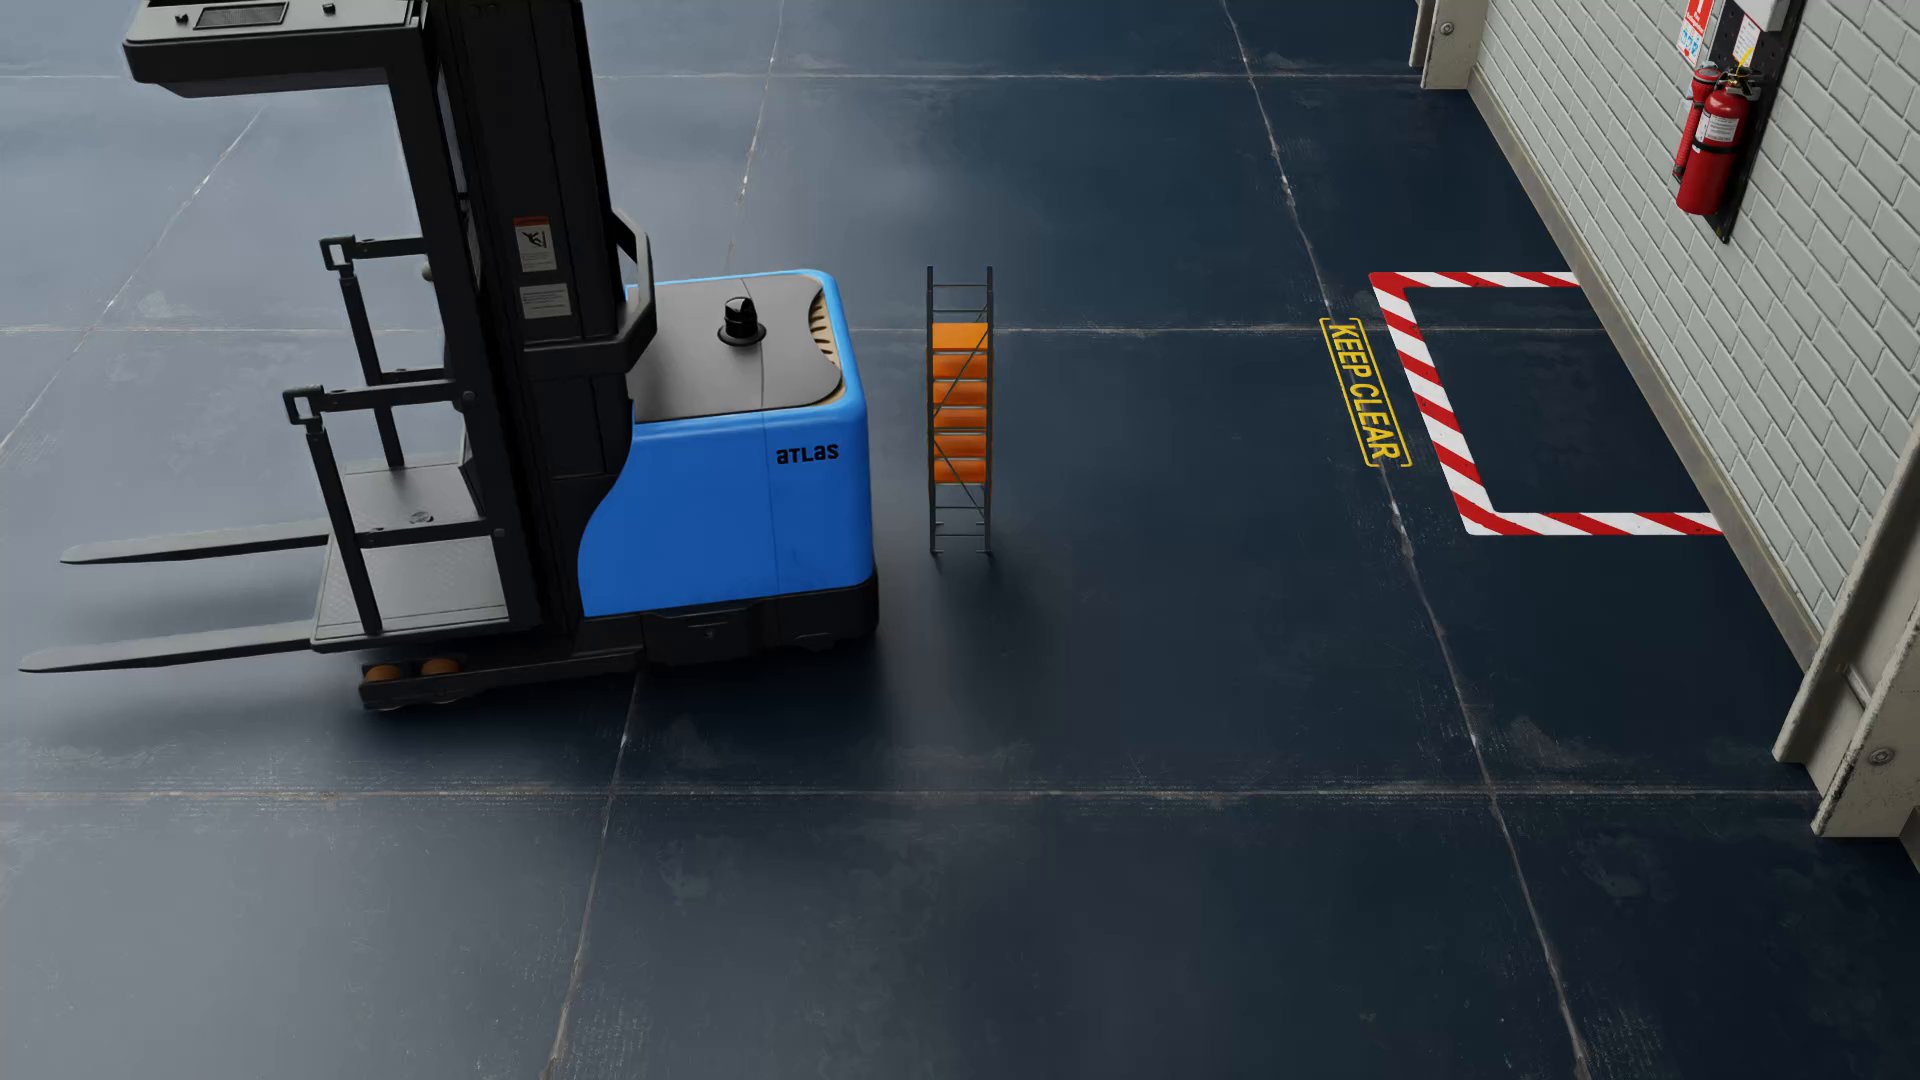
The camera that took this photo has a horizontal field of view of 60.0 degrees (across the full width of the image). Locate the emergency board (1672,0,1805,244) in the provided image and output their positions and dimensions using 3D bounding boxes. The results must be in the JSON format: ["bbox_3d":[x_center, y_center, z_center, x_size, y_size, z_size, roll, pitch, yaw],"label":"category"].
[{"bbox_3d":[3.034,-1.855,6.667,0.194,1.169,0.643,0,39,0],"label":"emergency board"}]

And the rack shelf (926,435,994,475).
[{"bbox_3d":[0.000,-0.349,6.489,0.258,0.103,0.180,0,39,0],"label":"rack shelf"}]

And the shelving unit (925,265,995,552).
[{"bbox_3d":[0.000,-0.477,6.386,0.258,1.200,0.189,0,39,0],"label":"shelving unit"}]

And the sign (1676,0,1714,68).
[{"bbox_3d":[3.136,-2.215,7.087,0.001,0.329,0.234,0,39,0],"label":"sign"}]

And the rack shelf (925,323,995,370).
[{"bbox_3d":[0.000,-0.724,6.189,0.258,0.103,0.180,0,39,0],"label":"rack shelf"}]

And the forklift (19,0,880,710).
[{"bbox_3d":[-1.871,-0.889,5.516,3.031,2.935,1.130,-6,39,-8],"label":"forklift"}]

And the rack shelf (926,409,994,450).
[{"bbox_3d":[0.000,-0.443,6.414,0.258,0.103,0.180,0,39,0],"label":"rack shelf"}]

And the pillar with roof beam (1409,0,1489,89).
[{"bbox_3d":[-1.314,-6.400,7.540,9.100,9.000,0.400,0,39,0],"label":"pillar with roof beam"}]

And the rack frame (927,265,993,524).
[{"bbox_3d":[0.000,-0.534,6.457,0.240,1.200,0.006,0,39,0],"label":"rack frame"}]

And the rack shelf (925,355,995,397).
[{"bbox_3d":[0.000,-0.630,6.264,0.258,0.103,0.180,0,39,0],"label":"rack shelf"}]

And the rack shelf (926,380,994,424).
[{"bbox_3d":[0.000,-0.536,6.339,0.258,0.103,0.180,0,39,0],"label":"rack shelf"}]

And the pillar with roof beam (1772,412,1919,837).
[{"bbox_3d":[-1.307,-2.648,2.858,9.100,9.000,0.400,0,39,0],"label":"pillar with roof beam"}]

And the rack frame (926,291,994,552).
[{"bbox_3d":[0.000,-0.420,6.315,0.240,1.200,0.006,0,39,0],"label":"rack frame"}]

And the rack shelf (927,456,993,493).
[{"bbox_3d":[0.000,-0.255,6.564,0.258,0.103,0.180,0,39,0],"label":"rack shelf"}]
